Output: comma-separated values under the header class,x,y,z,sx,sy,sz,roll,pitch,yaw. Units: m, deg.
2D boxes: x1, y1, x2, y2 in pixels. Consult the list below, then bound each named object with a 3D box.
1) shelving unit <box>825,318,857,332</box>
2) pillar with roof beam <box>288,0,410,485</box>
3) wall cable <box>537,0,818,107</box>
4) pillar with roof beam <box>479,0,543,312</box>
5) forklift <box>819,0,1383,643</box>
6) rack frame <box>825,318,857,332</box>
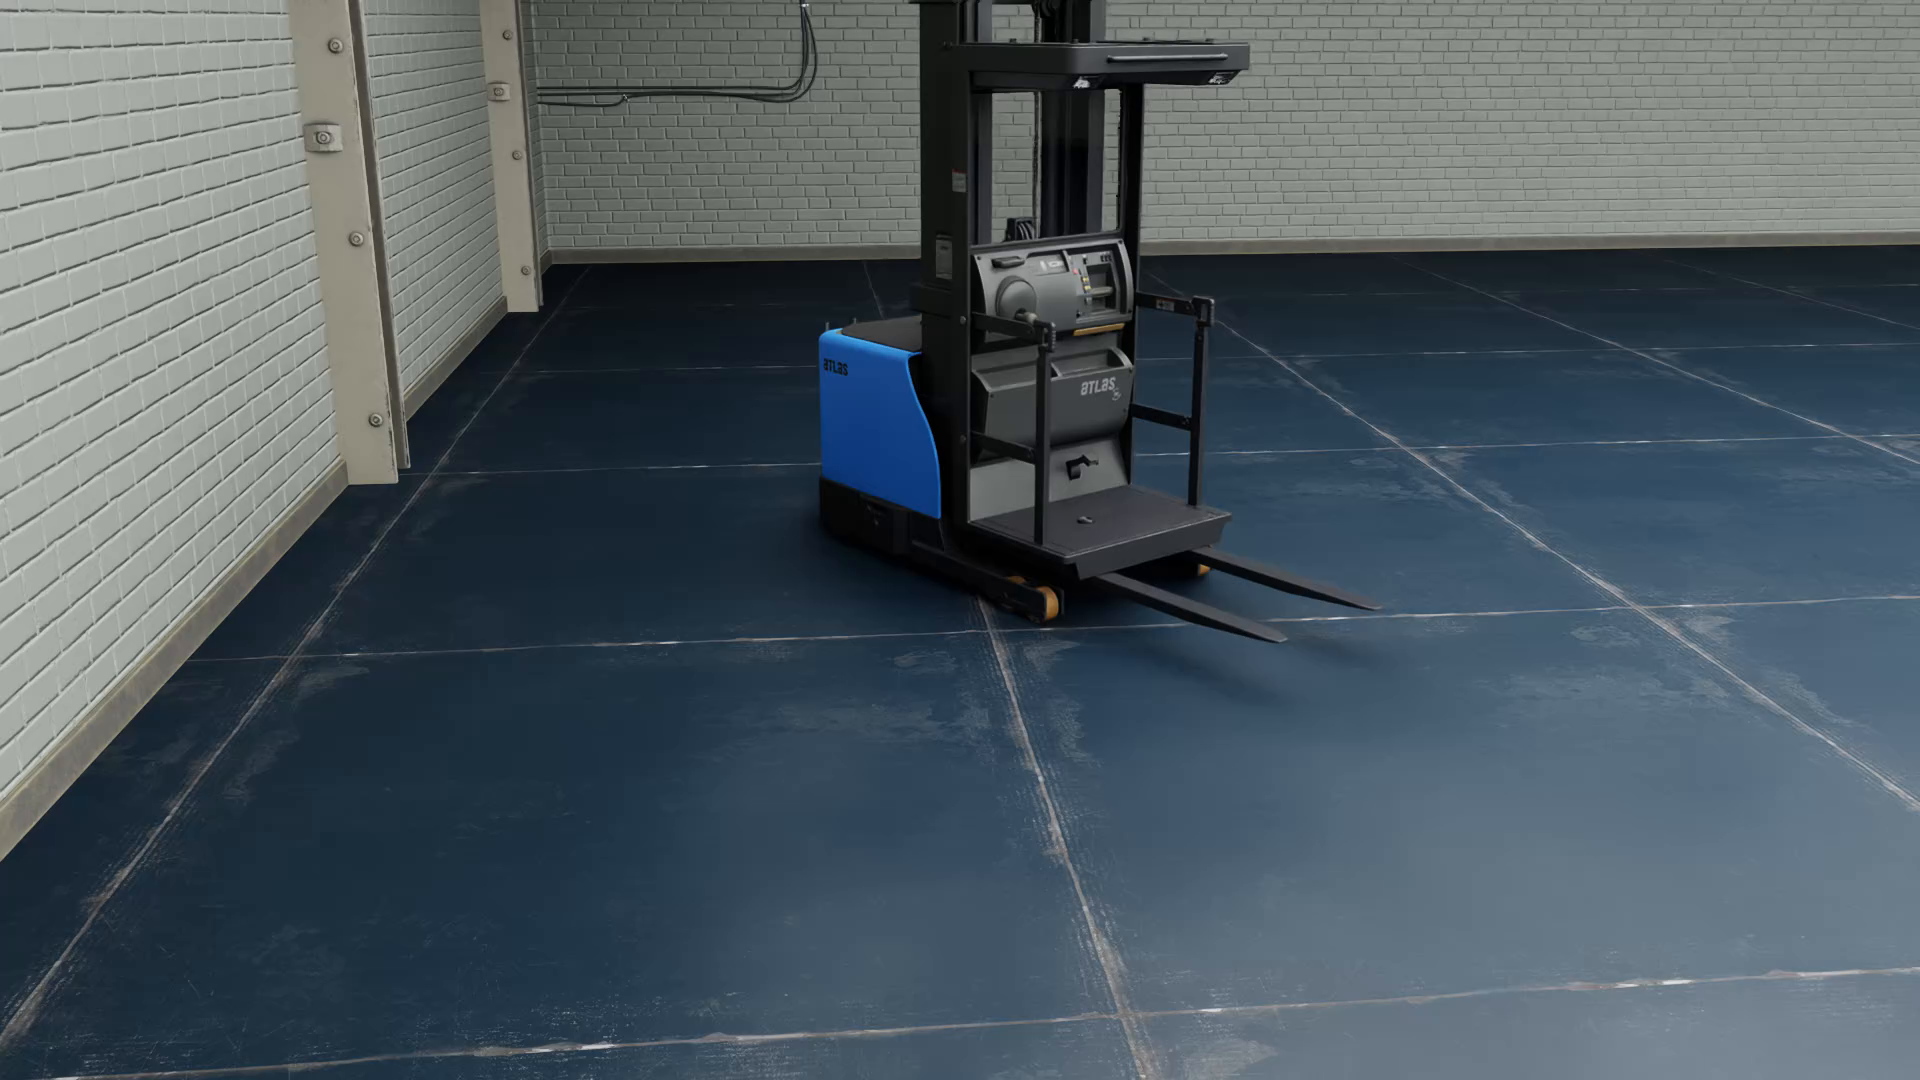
class,x,y,z,sx,sy,sz,roll,pitch,yaw
shelving unit,-0.563,-0.654,9.006,0.215,1.050,0.252,-14,22,-37
pillar with roof beam,0.809,-4.813,8.983,9.100,9.000,0.400,-2,18,-6
wall cable,-3.081,-5.904,17.645,3.097,2.526,0.112,-2,18,-6
pillar with roof beam,0.190,-6.600,14.677,9.100,9.000,0.400,-2,18,-6
forklift,0.578,-1.193,7.584,1.130,2.935,3.031,-14,22,-37
rack frame,-0.640,-0.682,9.097,0.200,1.050,0.008,-14,22,-37
